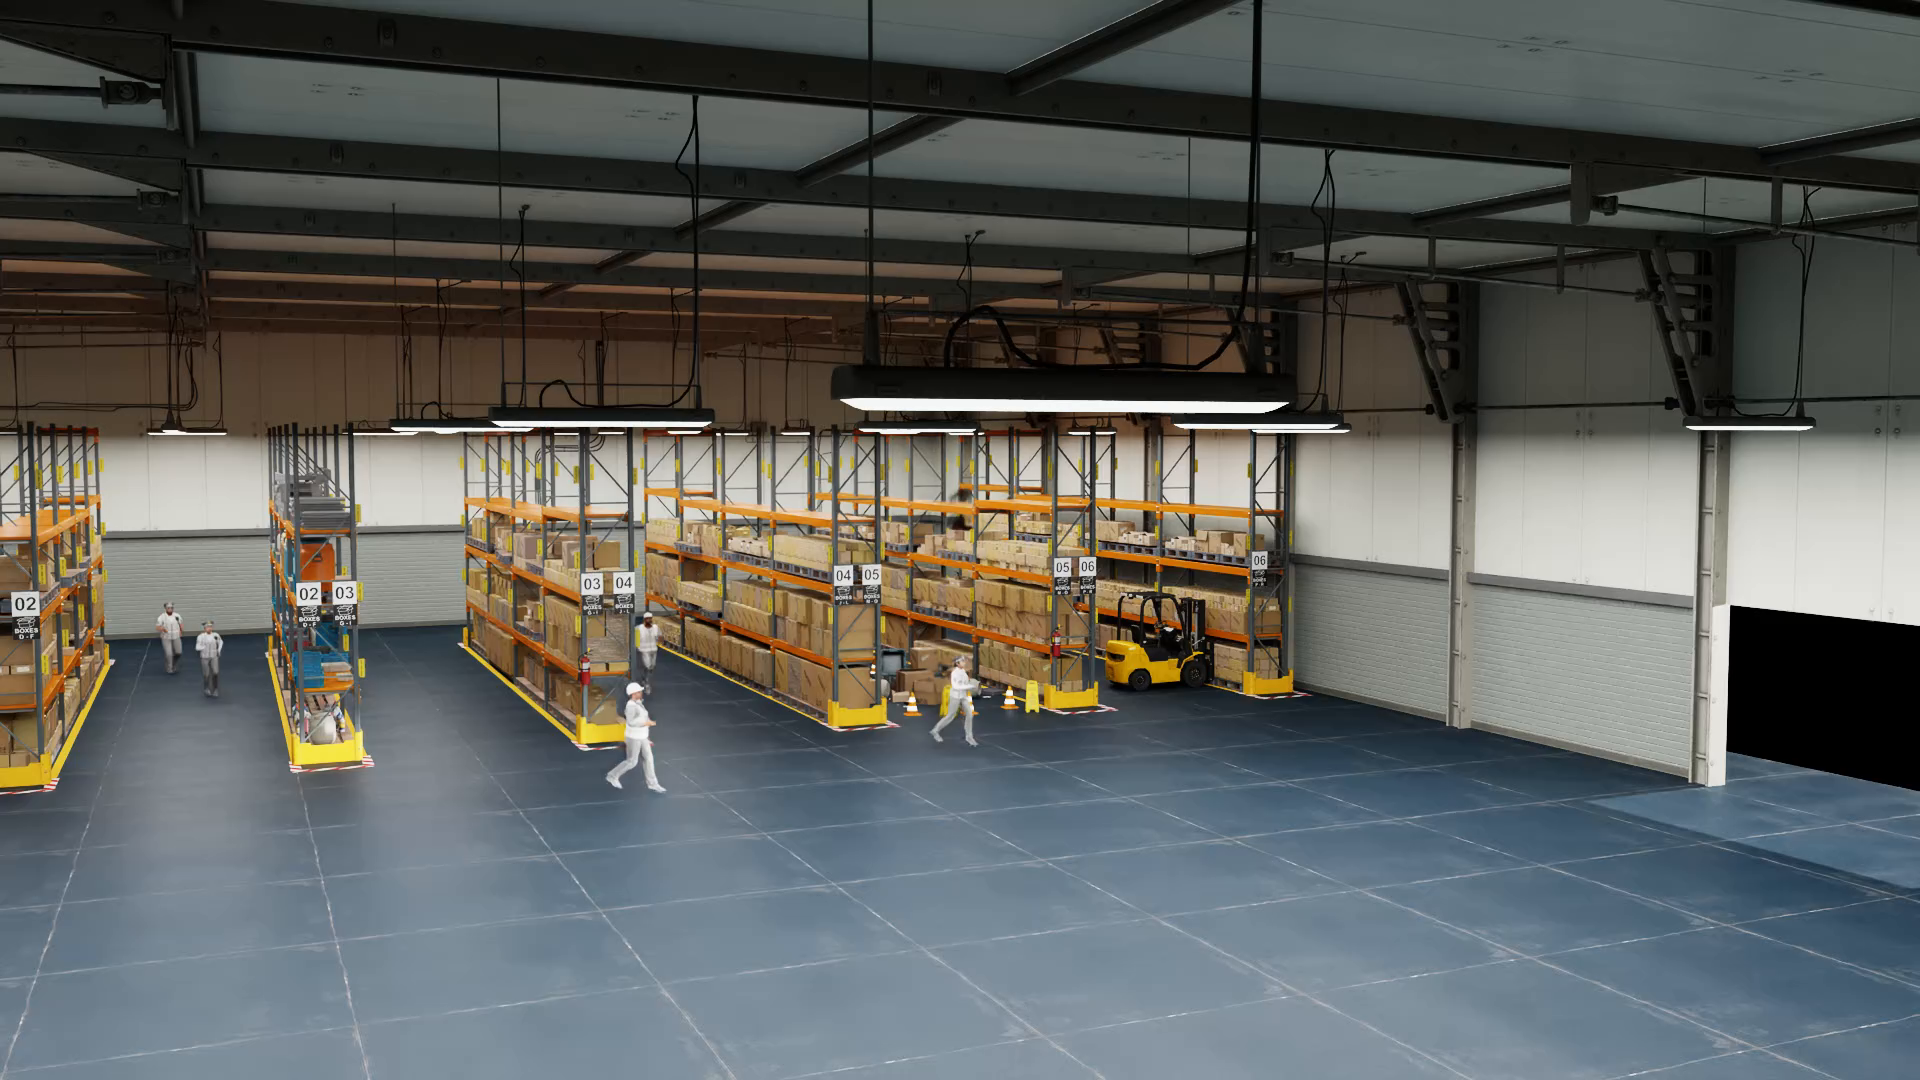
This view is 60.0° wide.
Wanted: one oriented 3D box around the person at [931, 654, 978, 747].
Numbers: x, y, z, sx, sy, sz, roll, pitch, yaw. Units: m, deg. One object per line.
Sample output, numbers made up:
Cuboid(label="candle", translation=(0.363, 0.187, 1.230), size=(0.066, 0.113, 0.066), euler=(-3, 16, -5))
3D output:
Cuboid(label="person", translation=(-0.085, 2.980, 31.063), size=(0.889, 1.738, 0.622), euler=(2, 4, 27))

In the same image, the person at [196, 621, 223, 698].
Cuboid(label="person", translation=(-16.604, 2.637, 36.813), size=(0.561, 1.726, 0.753), euler=(-2, 4, -28))

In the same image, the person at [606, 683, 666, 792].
Cuboid(label="person", translation=(-5.230, 3.188, 26.785), size=(0.955, 1.789, 0.658), euler=(0, 3, 5))

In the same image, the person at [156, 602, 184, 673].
Cuboid(label="person", translation=(-19.167, 2.375, 40.434), size=(0.650, 1.745, 0.601), euler=(-3, 4, -37))

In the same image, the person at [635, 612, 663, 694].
Cuboid(label="person", translation=(-7.023, 2.544, 37.454), size=(0.657, 1.841, 0.770), euler=(-2, 4, -35))
